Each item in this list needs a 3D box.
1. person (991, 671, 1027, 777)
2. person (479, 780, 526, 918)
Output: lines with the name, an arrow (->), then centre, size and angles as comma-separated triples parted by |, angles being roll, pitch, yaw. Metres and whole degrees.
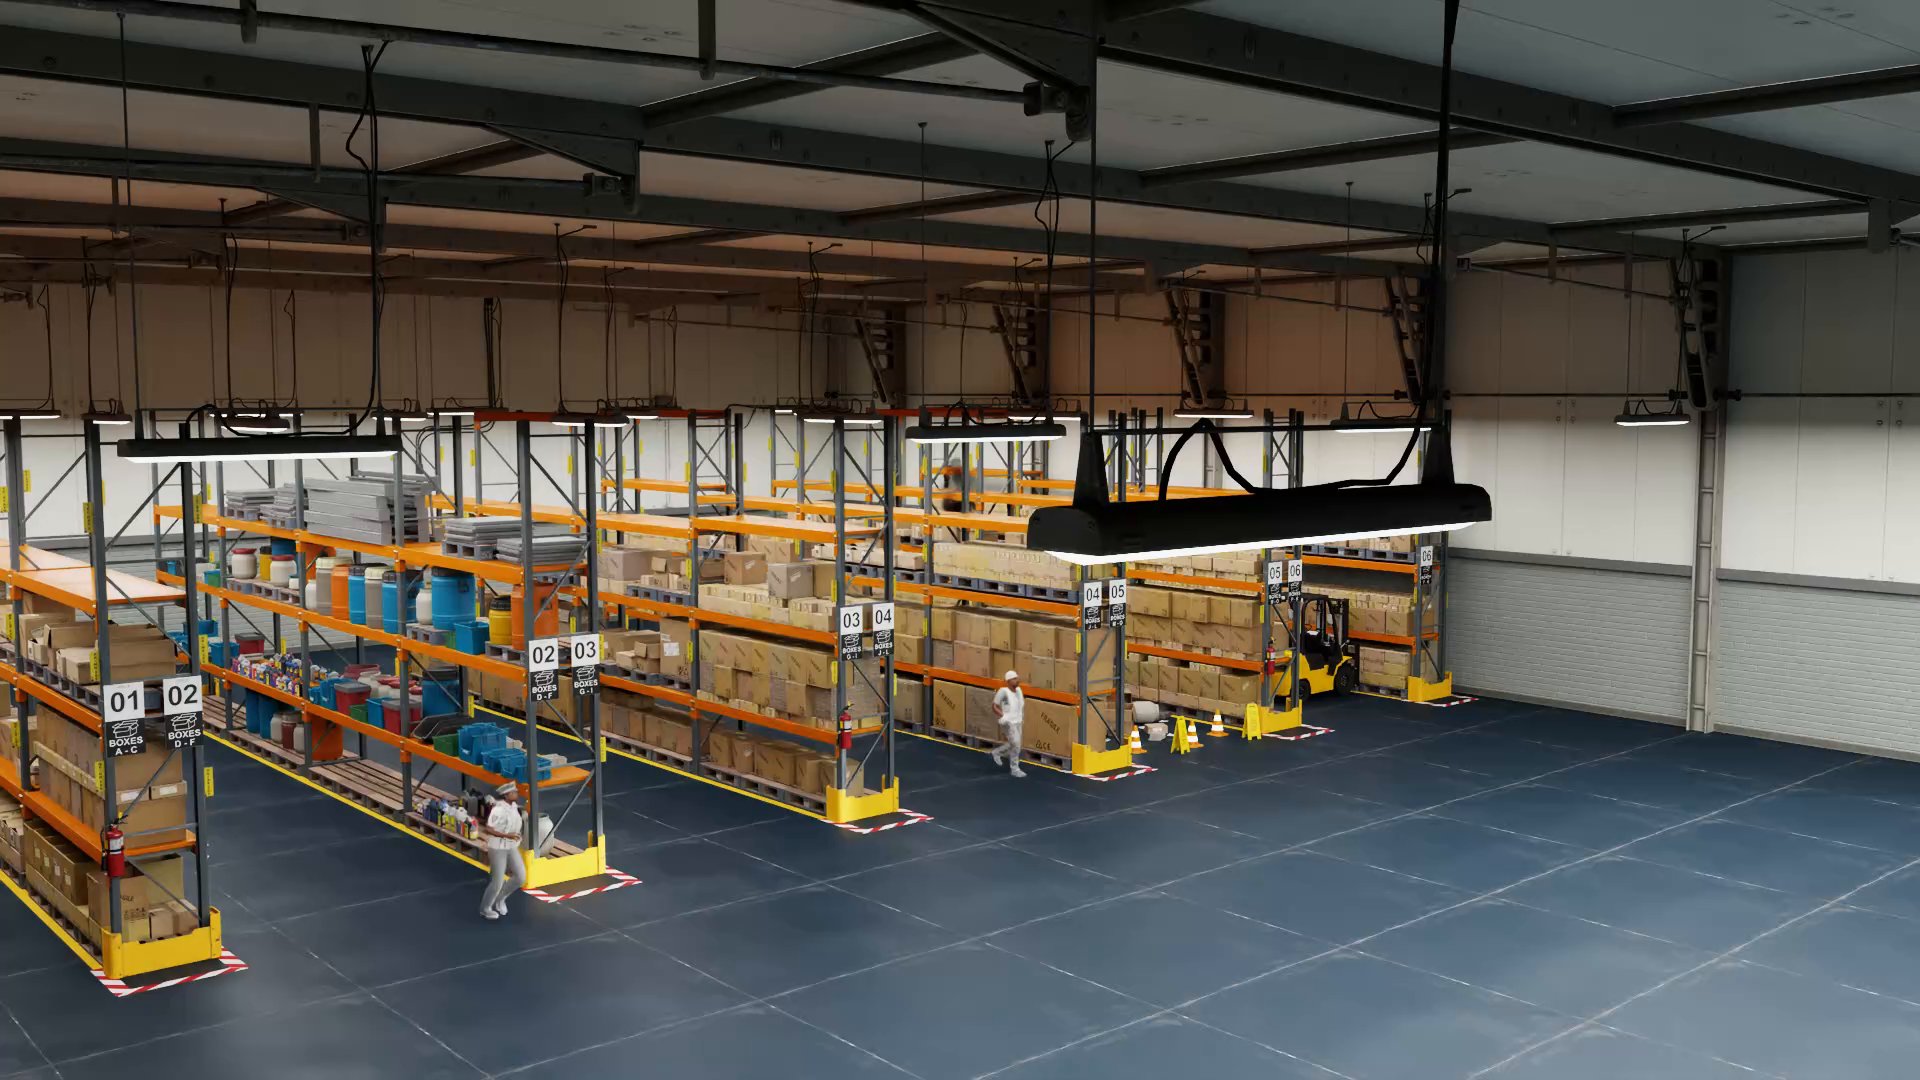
person -> 0.793, 3.037, 27.662 | 0.752, 1.760, 0.686 | 4, 6, 37
person -> -5.479, 3.740, 20.207 | 0.570, 1.637, 0.586 | 3, 6, 29
